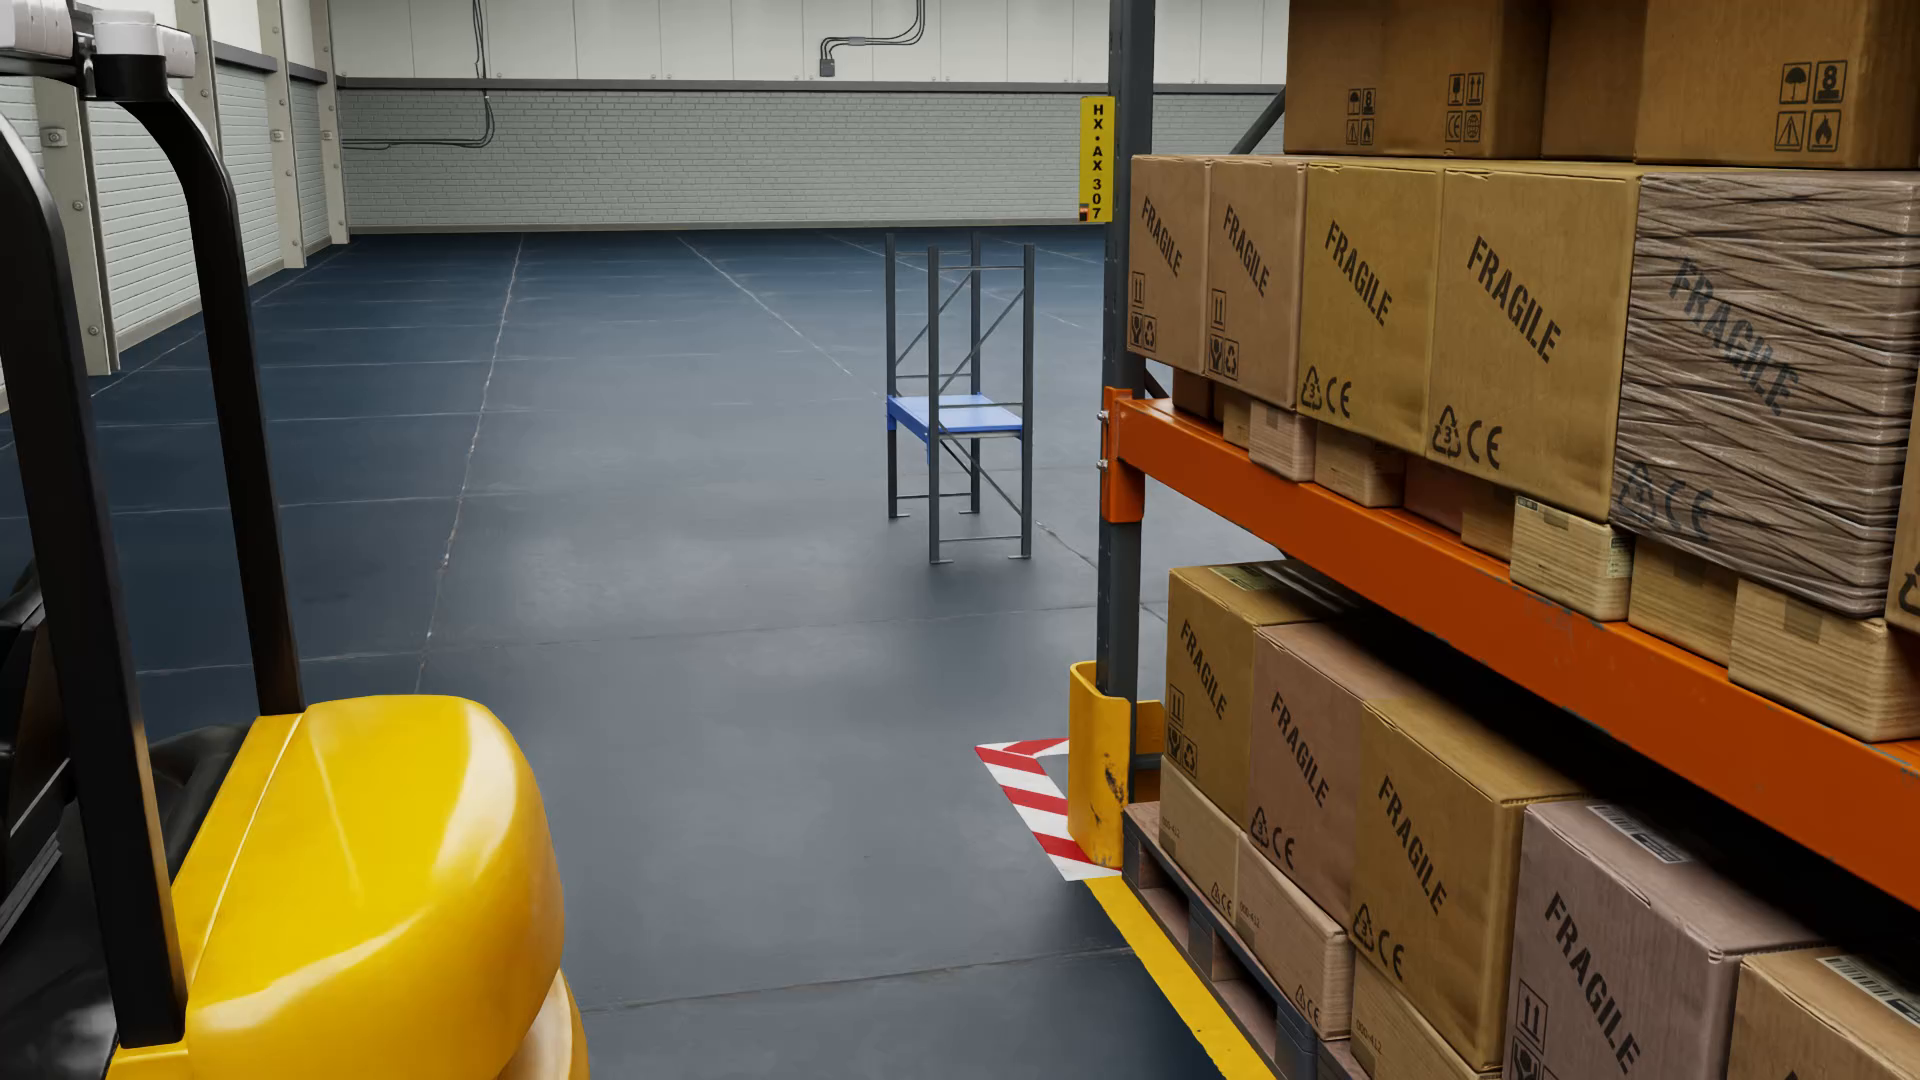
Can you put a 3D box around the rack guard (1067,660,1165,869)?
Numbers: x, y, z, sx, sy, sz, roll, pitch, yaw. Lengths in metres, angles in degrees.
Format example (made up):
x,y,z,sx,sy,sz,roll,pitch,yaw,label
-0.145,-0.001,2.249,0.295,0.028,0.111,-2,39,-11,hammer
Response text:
x,y,z,sx,sy,sz,roll,pitch,yaw,label
0.913,0.609,4.882,1.175,0.500,0.348,-3,14,-13,rack guard

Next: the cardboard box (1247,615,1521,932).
x,y,z,sx,sy,sz,roll,pitch,yaw,label
0.949,0.472,3.505,0.500,0.500,0.500,-4,14,-15,cardboard box

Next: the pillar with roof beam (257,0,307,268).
x,y,z,sx,sy,sz,roll,pitch,yaw,label
-6.093,-8.826,25.590,9.100,9.000,0.400,-3,14,-13,pillar with roof beam

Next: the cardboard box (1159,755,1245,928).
x,y,z,sx,sy,sz,roll,pitch,yaw,label
0.816,0.710,4.109,0.500,0.250,0.500,-3,14,-14,cardboard box

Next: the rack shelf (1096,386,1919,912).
x,y,z,sx,sy,sz,roll,pitch,yaw,label
1.365,0.188,2.854,1.077,0.370,4.000,-3,14,-13,rack shelf

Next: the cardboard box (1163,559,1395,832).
x,y,z,sx,sy,sz,roll,pitch,yaw,label
0.822,0.351,3.997,0.500,0.500,0.500,-4,14,-15,cardboard box

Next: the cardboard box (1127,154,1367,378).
x,y,z,sx,sy,sz,roll,pitch,yaw,label
0.737,-0.691,4.099,0.500,0.500,0.500,-4,14,-14,cardboard box

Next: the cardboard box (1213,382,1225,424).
x,y,z,sx,sy,sz,roll,pitch,yaw,label
0.847,-0.354,4.084,0.380,0.149,0.250,-3,14,-12,cardboard box

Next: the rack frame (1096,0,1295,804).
x,y,z,sx,sy,sz,roll,pitch,yaw,label
0.895,-0.623,4.657,1.000,3.000,0.127,-3,14,-13,rack frame

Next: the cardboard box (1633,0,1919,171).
x,y,z,sx,sy,sz,roll,pitch,yaw,label
1.541,-0.844,2.618,0.700,0.500,0.500,-3,14,-14,cardboard box

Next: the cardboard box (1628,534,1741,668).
x,y,z,sx,sy,sz,roll,pitch,yaw,label
1.190,0.070,2.351,0.380,0.149,0.250,-4,14,-14,cardboard box

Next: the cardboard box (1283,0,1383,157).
x,y,z,sx,sy,sz,roll,pitch,yaw,label
1.227,-1.196,4.059,0.700,0.500,0.500,-4,14,-15,cardboard box

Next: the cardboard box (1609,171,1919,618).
x,y,z,sx,sy,sz,roll,pitch,yaw,label
1.235,-0.220,2.169,0.500,0.500,0.500,-3,14,-12,cardboard box

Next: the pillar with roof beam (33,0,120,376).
x,y,z,sx,sy,sz,roll,pitch,yaw,label
-3.275,-6.057,14.259,9.100,9.000,0.400,-3,14,-13,pillar with roof beam

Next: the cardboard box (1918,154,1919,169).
x,y,z,sx,sy,sz,roll,pitch,yaw,label
1.752,-0.729,2.147,0.700,0.500,0.500,-4,14,-14,cardboard box

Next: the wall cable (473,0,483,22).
x,y,z,sx,sy,sz,roll,pitch,yaw,label
-8.464,-11.819,33.744,3.097,2.526,0.112,-3,14,-13,wall cable

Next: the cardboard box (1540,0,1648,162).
x,y,z,sx,sy,sz,roll,pitch,yaw,label
1.559,-0.967,3.121,0.700,0.500,0.500,-3,14,-14,cardboard box

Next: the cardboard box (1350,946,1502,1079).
x,y,z,sx,sy,sz,roll,pitch,yaw,label
1.069,0.954,3.113,0.500,0.250,0.500,-2,14,-9,cardboard box

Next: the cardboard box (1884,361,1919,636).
x,y,z,sx,sy,sz,roll,pitch,yaw,label
1.361,-0.100,1.680,0.500,0.500,0.500,-3,14,-11,cardboard box

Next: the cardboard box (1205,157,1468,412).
x,y,z,sx,sy,sz,roll,pitch,yaw,label
0.861,-0.572,3.611,0.500,0.500,0.500,-3,14,-11,cardboard box

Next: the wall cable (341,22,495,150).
x,y,z,sx,sy,sz,roll,pitch,yaw,label
-11.094,-9.215,33.726,3.097,2.526,0.112,-3,14,-13,wall cable

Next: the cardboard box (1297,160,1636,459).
x,y,z,sx,sy,sz,roll,pitch,yaw,label
0.982,-0.455,3.130,0.500,0.500,0.500,-4,14,-14,cardboard box

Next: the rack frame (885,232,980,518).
x,y,z,sx,sy,sz,roll,pitch,yaw,label
-0.139,-0.866,8.810,0.500,1.500,0.032,-3,14,-13,rack frame

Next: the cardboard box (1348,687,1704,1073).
x,y,z,sx,sy,sz,roll,pitch,yaw,label
1.059,0.588,3.029,0.500,0.500,0.500,-3,14,-12,cardboard box

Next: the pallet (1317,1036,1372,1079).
x,y,z,sx,sy,sz,roll,pitch,yaw,label
1.352,1.219,2.991,1.003,0.211,1.213,-3,14,-13,pallet

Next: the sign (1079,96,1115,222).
x,y,z,sx,sy,sz,roll,pitch,yaw,label
0.368,-1.013,4.430,0.100,0.325,0.005,-3,14,-13,sign

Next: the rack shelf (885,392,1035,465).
x,y,z,sx,sy,sz,roll,pitch,yaw,label
-0.020,-0.574,8.372,0.538,0.185,1.000,-3,14,-13,rack shelf

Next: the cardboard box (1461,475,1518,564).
x,y,z,sx,sy,sz,roll,pitch,yaw,label
1.092,-0.049,2.836,0.380,0.149,0.250,-4,14,-15,cardboard box

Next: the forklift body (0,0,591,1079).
x,y,z,sx,sy,sz,roll,pitch,yaw,label
-1.710,0.403,2.247,2.313,2.155,1.214,-3,14,-13,forklift body

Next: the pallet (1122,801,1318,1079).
x,y,z,sx,sy,sz,roll,pitch,yaw,label
1.069,0.938,4.141,1.003,0.211,1.213,-3,14,-13,pallet

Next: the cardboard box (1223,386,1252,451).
x,y,z,sx,sy,sz,roll,pitch,yaw,label
0.830,-0.288,3.815,0.380,0.149,0.250,-4,14,-15,cardboard box

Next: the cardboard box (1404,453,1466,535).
x,y,z,sx,sy,sz,roll,pitch,yaw,label
1.059,-0.111,3.092,0.380,0.149,0.250,-3,14,-11,cardboard box

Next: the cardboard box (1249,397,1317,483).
x,y,z,sx,sy,sz,roll,pitch,yaw,label
0.845,-0.227,3.565,0.380,0.149,0.250,-3,14,-12,cardboard box

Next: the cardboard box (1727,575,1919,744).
x,y,z,sx,sy,sz,roll,pitch,yaw,label
1.221,0.130,2.102,0.380,0.149,0.250,-3,14,-14,cardboard box

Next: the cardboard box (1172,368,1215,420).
x,y,z,sx,sy,sz,roll,pitch,yaw,label
0.774,-0.411,4.319,0.380,0.149,0.250,-3,14,-13,cardboard box

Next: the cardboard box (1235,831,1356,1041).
x,y,z,sx,sy,sz,roll,pitch,yaw,label
0.928,0.828,3.625,0.500,0.250,0.500,-3,14,-11,cardboard box

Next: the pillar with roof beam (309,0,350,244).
x,y,z,sx,sy,sz,roll,pitch,yaw,label
-7.503,-10.210,31.256,9.100,9.000,0.400,-3,14,-13,pillar with roof beam

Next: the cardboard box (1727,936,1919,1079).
x,y,z,sx,sy,sz,roll,pitch,yaw,label
1.314,0.828,2.045,0.500,0.500,0.500,-3,14,-12,cardboard box

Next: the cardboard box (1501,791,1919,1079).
x,y,z,sx,sy,sz,roll,pitch,yaw,label
1.193,0.711,2.526,0.500,0.500,0.500,-3,14,-10,cardboard box

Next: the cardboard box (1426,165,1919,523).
x,y,z,sx,sy,sz,roll,pitch,yaw,label
1.110,-0.338,2.652,0.500,0.500,0.500,-4,14,-14,cardboard box

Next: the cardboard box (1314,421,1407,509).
x,y,z,sx,sy,sz,roll,pitch,yaw,label
0.939,-0.169,3.328,0.380,0.149,0.250,-3,14,-12,cardboard box

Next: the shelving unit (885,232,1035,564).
x,y,z,sx,sy,sz,roll,pitch,yaw,label
-0.020,-0.748,8.330,0.538,1.500,1.048,-3,14,-13,shelving unit

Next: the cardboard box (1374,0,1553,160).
x,y,z,sx,sy,sz,roll,pitch,yaw,label
1.339,-1.079,3.579,0.700,0.500,0.500,-3,14,-13,cardboard box

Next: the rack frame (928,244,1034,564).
x,y,z,sx,sy,sz,roll,pitch,yaw,label
0.099,-0.631,7.850,0.500,1.500,0.032,-3,14,-13,rack frame

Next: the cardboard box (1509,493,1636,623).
x,y,z,sx,sy,sz,roll,pitch,yaw,label
1.094,0.012,2.585,0.380,0.149,0.250,-3,14,-13,cardboard box

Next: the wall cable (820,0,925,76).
x,y,z,sx,sy,sz,roll,pitch,yaw,label
-1.862,-12.901,35.105,2.305,6.003,0.169,-3,14,-13,wall cable

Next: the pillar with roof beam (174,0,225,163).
x,y,z,sx,sy,sz,roll,pitch,yaw,label
-4.684,-7.441,19.925,9.100,9.000,0.400,-3,14,-13,pillar with roof beam
